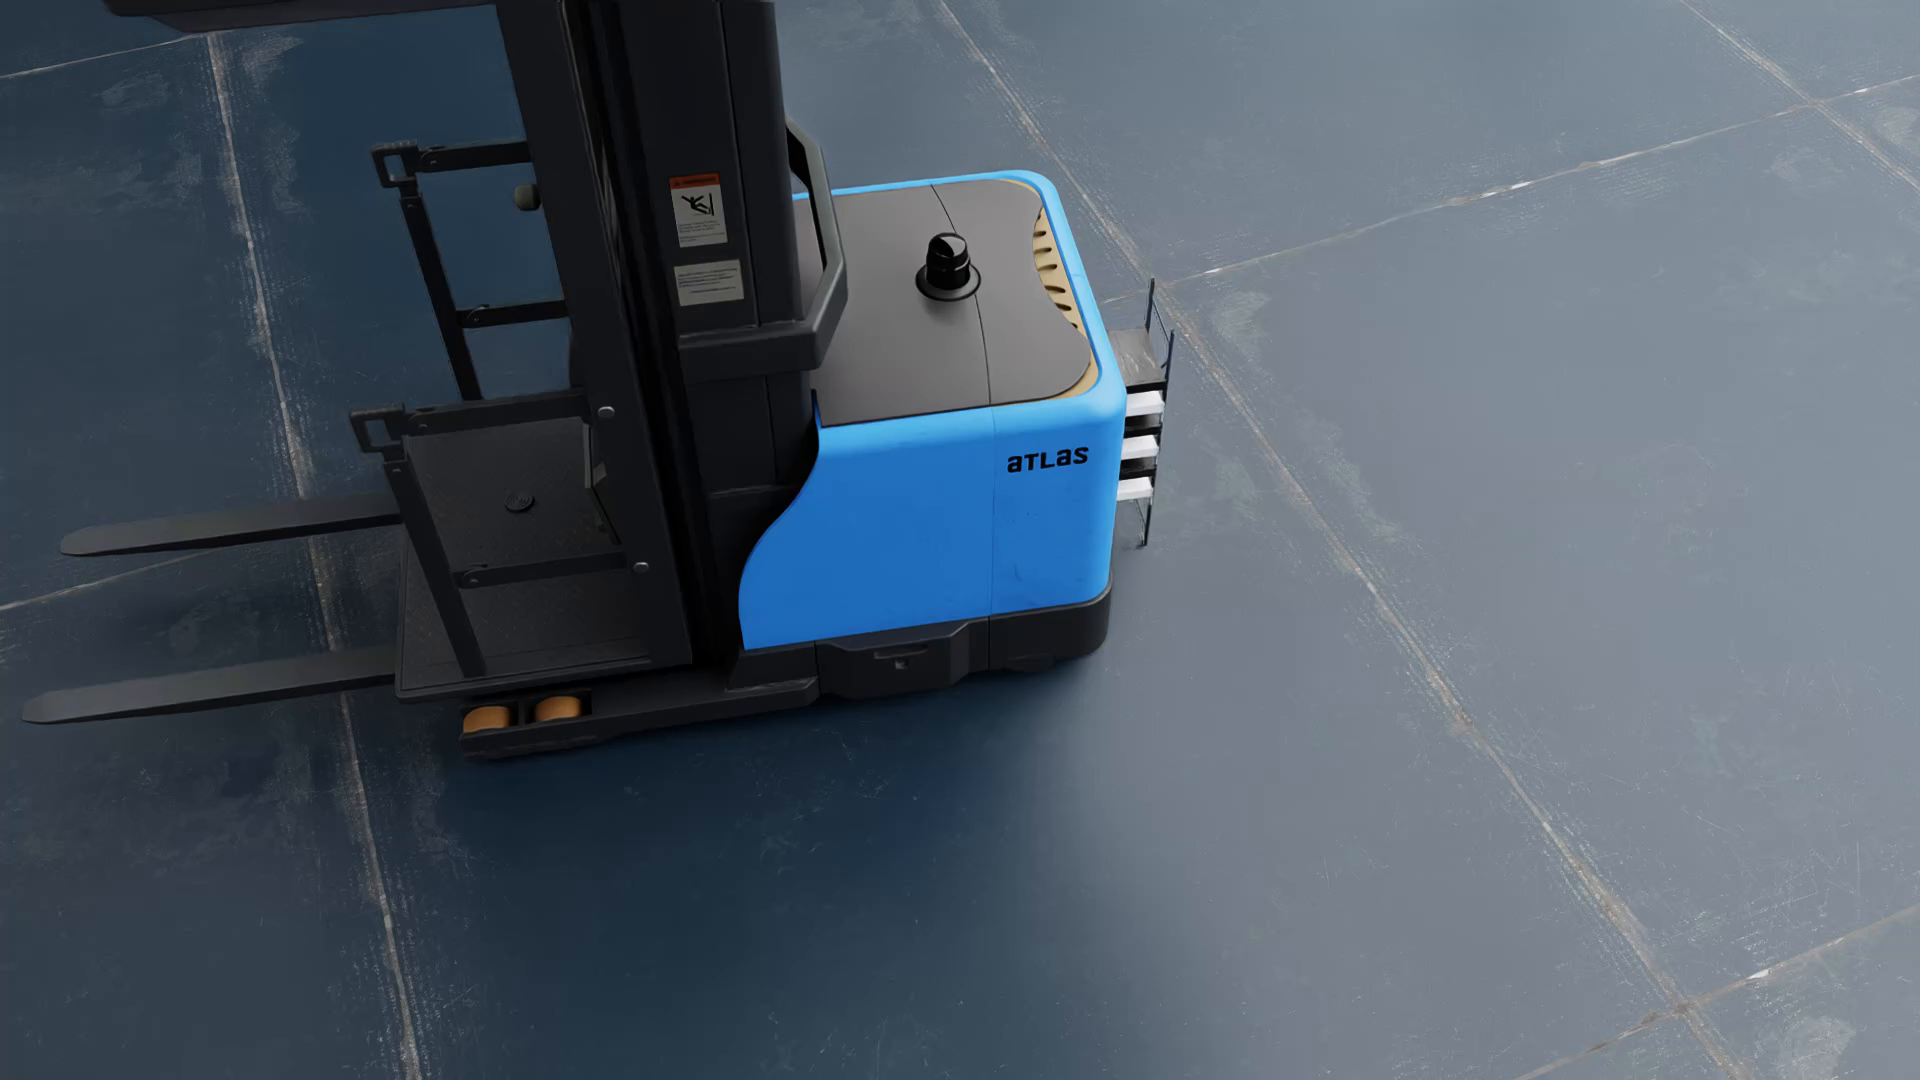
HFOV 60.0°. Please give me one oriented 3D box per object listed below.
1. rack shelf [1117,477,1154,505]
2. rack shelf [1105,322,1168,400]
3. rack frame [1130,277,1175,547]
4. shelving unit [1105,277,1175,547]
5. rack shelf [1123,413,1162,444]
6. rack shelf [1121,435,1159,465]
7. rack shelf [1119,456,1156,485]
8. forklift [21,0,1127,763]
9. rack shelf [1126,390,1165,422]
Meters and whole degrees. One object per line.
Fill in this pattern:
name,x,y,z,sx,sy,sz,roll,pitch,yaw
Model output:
rack shelf,0.465,-0.210,5.118,0.200,0.077,0.258,-8,50,-7
rack shelf,0.465,-0.503,4.777,0.200,0.077,0.258,-8,50,-7
rack frame,0.565,-0.362,4.968,0.006,0.900,0.240,-8,50,-7
shelving unit,0.465,-0.349,4.956,0.210,0.900,0.258,-8,50,-7
rack shelf,0.465,-0.386,4.913,0.200,0.077,0.258,-8,50,-7
rack shelf,0.465,-0.327,4.982,0.200,0.077,0.258,-8,50,-7
rack shelf,0.465,-0.268,5.050,0.200,0.077,0.258,-8,50,-7
forklift,-1.130,-0.769,3.979,3.031,2.935,1.130,-8,50,-7
rack shelf,0.465,-0.444,4.845,0.200,0.077,0.258,-8,50,-7
